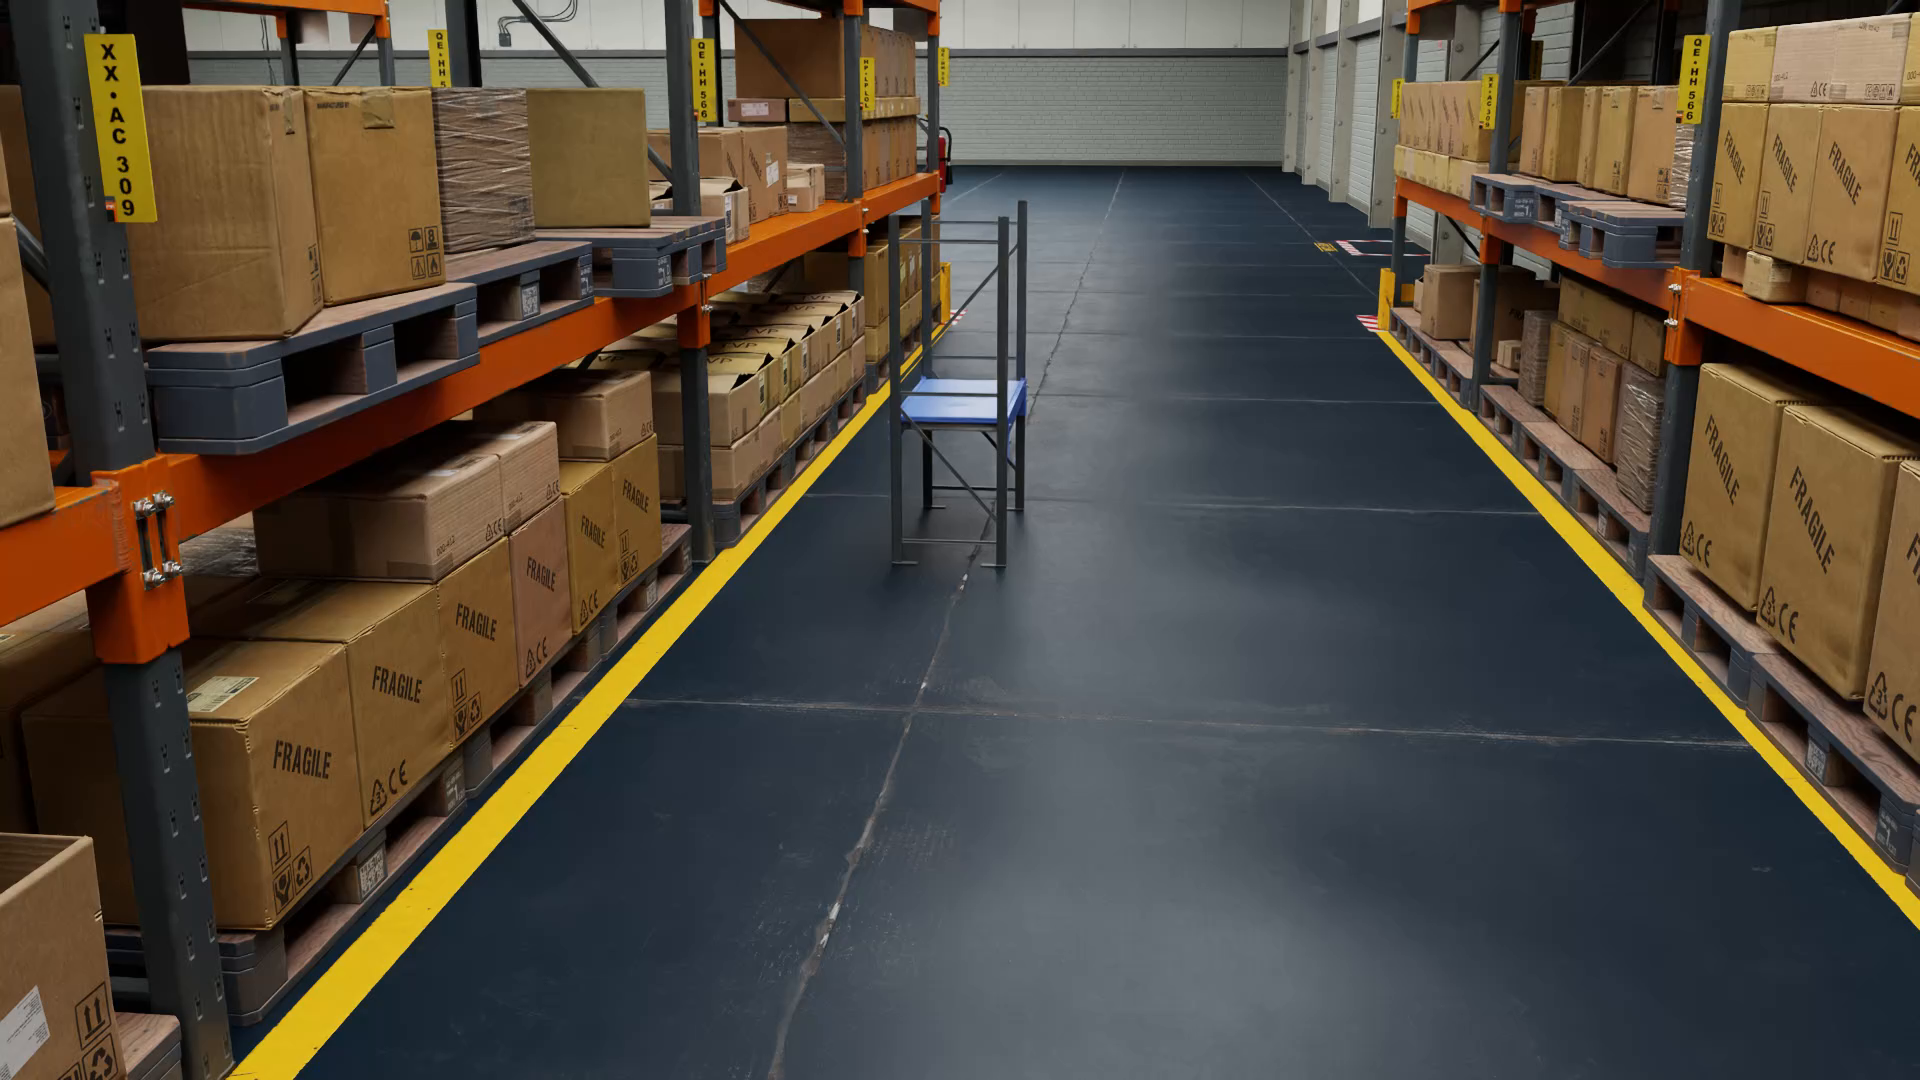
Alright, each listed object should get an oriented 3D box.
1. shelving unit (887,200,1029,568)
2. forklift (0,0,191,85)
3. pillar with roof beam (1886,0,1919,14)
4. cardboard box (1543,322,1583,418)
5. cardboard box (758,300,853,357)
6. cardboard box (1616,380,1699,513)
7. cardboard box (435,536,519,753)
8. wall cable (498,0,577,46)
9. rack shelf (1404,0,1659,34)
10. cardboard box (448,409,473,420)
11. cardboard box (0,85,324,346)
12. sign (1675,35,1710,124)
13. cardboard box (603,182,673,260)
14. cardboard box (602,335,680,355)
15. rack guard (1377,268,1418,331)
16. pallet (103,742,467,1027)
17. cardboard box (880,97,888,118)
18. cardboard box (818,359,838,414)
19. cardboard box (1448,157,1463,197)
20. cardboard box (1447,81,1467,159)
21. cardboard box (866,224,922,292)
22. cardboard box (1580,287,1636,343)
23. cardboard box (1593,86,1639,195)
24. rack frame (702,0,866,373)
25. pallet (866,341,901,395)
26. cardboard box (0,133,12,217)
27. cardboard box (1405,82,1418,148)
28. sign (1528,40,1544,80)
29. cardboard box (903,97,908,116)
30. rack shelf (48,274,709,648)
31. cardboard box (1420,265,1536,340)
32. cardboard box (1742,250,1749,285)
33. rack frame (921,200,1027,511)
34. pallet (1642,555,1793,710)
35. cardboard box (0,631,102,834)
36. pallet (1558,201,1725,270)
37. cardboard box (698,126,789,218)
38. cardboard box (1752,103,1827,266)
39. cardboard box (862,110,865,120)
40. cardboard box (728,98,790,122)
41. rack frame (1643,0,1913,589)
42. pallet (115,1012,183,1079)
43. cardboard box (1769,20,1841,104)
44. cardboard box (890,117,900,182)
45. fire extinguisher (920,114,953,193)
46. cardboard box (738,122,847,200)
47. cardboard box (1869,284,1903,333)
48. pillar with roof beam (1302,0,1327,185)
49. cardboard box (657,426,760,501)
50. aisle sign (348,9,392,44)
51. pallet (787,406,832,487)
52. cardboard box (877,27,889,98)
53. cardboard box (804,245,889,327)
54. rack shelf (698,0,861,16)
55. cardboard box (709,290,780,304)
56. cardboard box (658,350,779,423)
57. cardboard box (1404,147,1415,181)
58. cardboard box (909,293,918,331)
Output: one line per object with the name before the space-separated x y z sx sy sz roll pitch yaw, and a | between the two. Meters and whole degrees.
shelving unit | 0.010 -0.746 7.548 0.538 1.500 1.048 2 15 6
forklift | -4.271 -1.493 7.570 1.130 2.935 3.031 4 16 15
pillar with roof beam | 0.065 -4.554 7.266 9.100 9.000 0.400 2 15 6
cardboard box | 3.712 -0.936 9.324 0.700 0.500 0.500 1 15 5
cardboard box | -0.948 -1.300 10.111 0.500 0.311 0.500 2 15 8
cardboard box | 3.365 -0.414 7.392 0.700 0.500 0.500 2 15 7
cardboard box | -1.628 0.281 4.824 0.500 0.500 0.500 2 15 7
wall cable | -11.817 -16.775 45.946 2.305 6.003 0.169 2 15 6
rack shelf | 4.013 -3.877 11.884 1.077 0.370 4.000 2 15 6
cardboard box | -1.922 -0.261 6.827 0.500 0.500 0.500 2 15 9
cardboard box | -1.762 -0.695 3.489 0.700 0.500 0.500 -3 16 -13
sign | 2.796 -1.754 6.336 0.100 0.325 0.005 2 15 6
cardboard box | -1.502 -1.415 7.319 0.500 0.311 0.500 3 15 10
cardboard box | -1.660 -0.920 8.706 0.500 0.311 0.500 2 15 6
rack guard | 4.230 -2.068 14.354 1.175 0.500 0.348 2 15 6
pallet | -1.984 0.807 4.275 1.003 0.211 1.213 2 15 6
cardboard box | -0.741 -3.230 12.425 0.380 0.149 0.250 2 15 6
cardboard box | -1.010 -0.898 9.699 0.500 0.250 0.500 2 15 8
cardboard box | 3.604 -2.455 11.245 0.500 0.250 0.500 2 15 7
cardboard box | 3.584 -2.818 11.149 0.500 0.500 0.500 2 15 6
cardboard box | -0.547 -2.270 13.335 0.500 0.500 0.500 2 15 6
cardboard box | 3.620 -1.184 8.805 0.500 0.250 0.500 1 15 5
cardboard box | 3.498 -1.927 8.006 0.700 0.500 0.500 2 15 6
rack frame | -1.135 -2.402 10.800 1.000 3.000 0.127 2 15 6
pallet | -1.004 -1.261 11.922 1.003 0.211 1.213 2 15 6
cardboard box | -1.838 -0.720 2.470 0.500 0.500 0.500 2 15 7
cardboard box | 3.820 -3.351 13.121 0.500 0.500 0.500 2 15 6
sign | 4.788 -3.985 13.828 0.100 0.325 0.005 2 15 6
cardboard box | -0.625 -3.497 13.414 0.380 0.149 0.250 2 15 7
rack shelf | -1.812 -0.499 5.139 1.077 0.370 4.000 2 15 6
cardboard box | 3.874 -1.787 12.470 0.700 0.500 0.500 1 15 3
cardboard box | 3.032 -0.965 5.926 0.380 0.149 0.250 2 15 7
rack frame | 0.067 -0.878 8.036 0.500 1.500 0.032 2 15 6
pallet | 3.172 0.328 6.043 1.003 0.211 1.213 2 15 6
cardboard box | -2.267 0.530 3.900 0.500 0.500 0.500 2 15 6
pallet | 3.311 -1.315 7.147 1.213 0.211 1.003 2 15 6
cardboard box | -1.297 -2.115 9.547 0.500 0.500 0.500 3 15 10
cardboard box | 2.958 -1.167 5.433 0.500 0.500 0.500 2 15 8
cardboard box | -0.857 -2.960 11.427 0.380 0.149 0.250 1 15 5
cardboard box | -1.317 -2.841 10.986 0.380 0.149 0.250 2 15 6
rack frame | 3.336 -1.220 6.427 1.000 3.000 0.127 2 15 6
pallet | -2.116 1.197 2.832 1.003 0.211 1.213 2 15 6
cardboard box | 2.969 -1.534 5.352 0.500 0.250 0.500 1 15 5
cardboard box | -0.865 -3.102 13.197 0.700 0.500 0.500 2 15 7
fire extinguisher | -0.209 -3.419 14.709 0.296 0.674 0.183 2 15 6
cardboard box | -1.091 -2.566 11.213 0.700 0.500 0.500 1 15 5
cardboard box | 2.951 -0.695 4.930 0.380 0.149 0.250 2 15 7
pillar with roof beam | 3.450 -12.335 36.041 9.100 9.000 0.400 2 15 6
cardboard box | -1.236 -0.367 7.738 0.500 0.250 0.500 2 15 6
aisle sign | -5.302 -4.851 14.877 0.394 0.787 0.004 2 15 6
pallet | -1.315 -0.547 9.279 1.003 0.211 1.213 2 15 6
cardboard box | -0.922 -3.583 12.488 0.700 0.500 0.500 2 15 6
cardboard box | -0.772 -1.751 11.417 0.500 0.500 0.500 2 15 6
rack shelf | -1.361 -2.984 8.584 1.077 0.370 4.000 2 15 6
cardboard box | -1.429 -1.449 10.661 0.500 0.311 0.500 2 15 6
cardboard box | -1.185 -0.775 8.169 0.500 0.311 0.500 1 15 5
cardboard box | 3.824 -2.980 13.184 0.500 0.250 0.500 1 15 5
cardboard box | -0.608 -1.778 12.954 0.500 0.250 0.500 2 15 6
